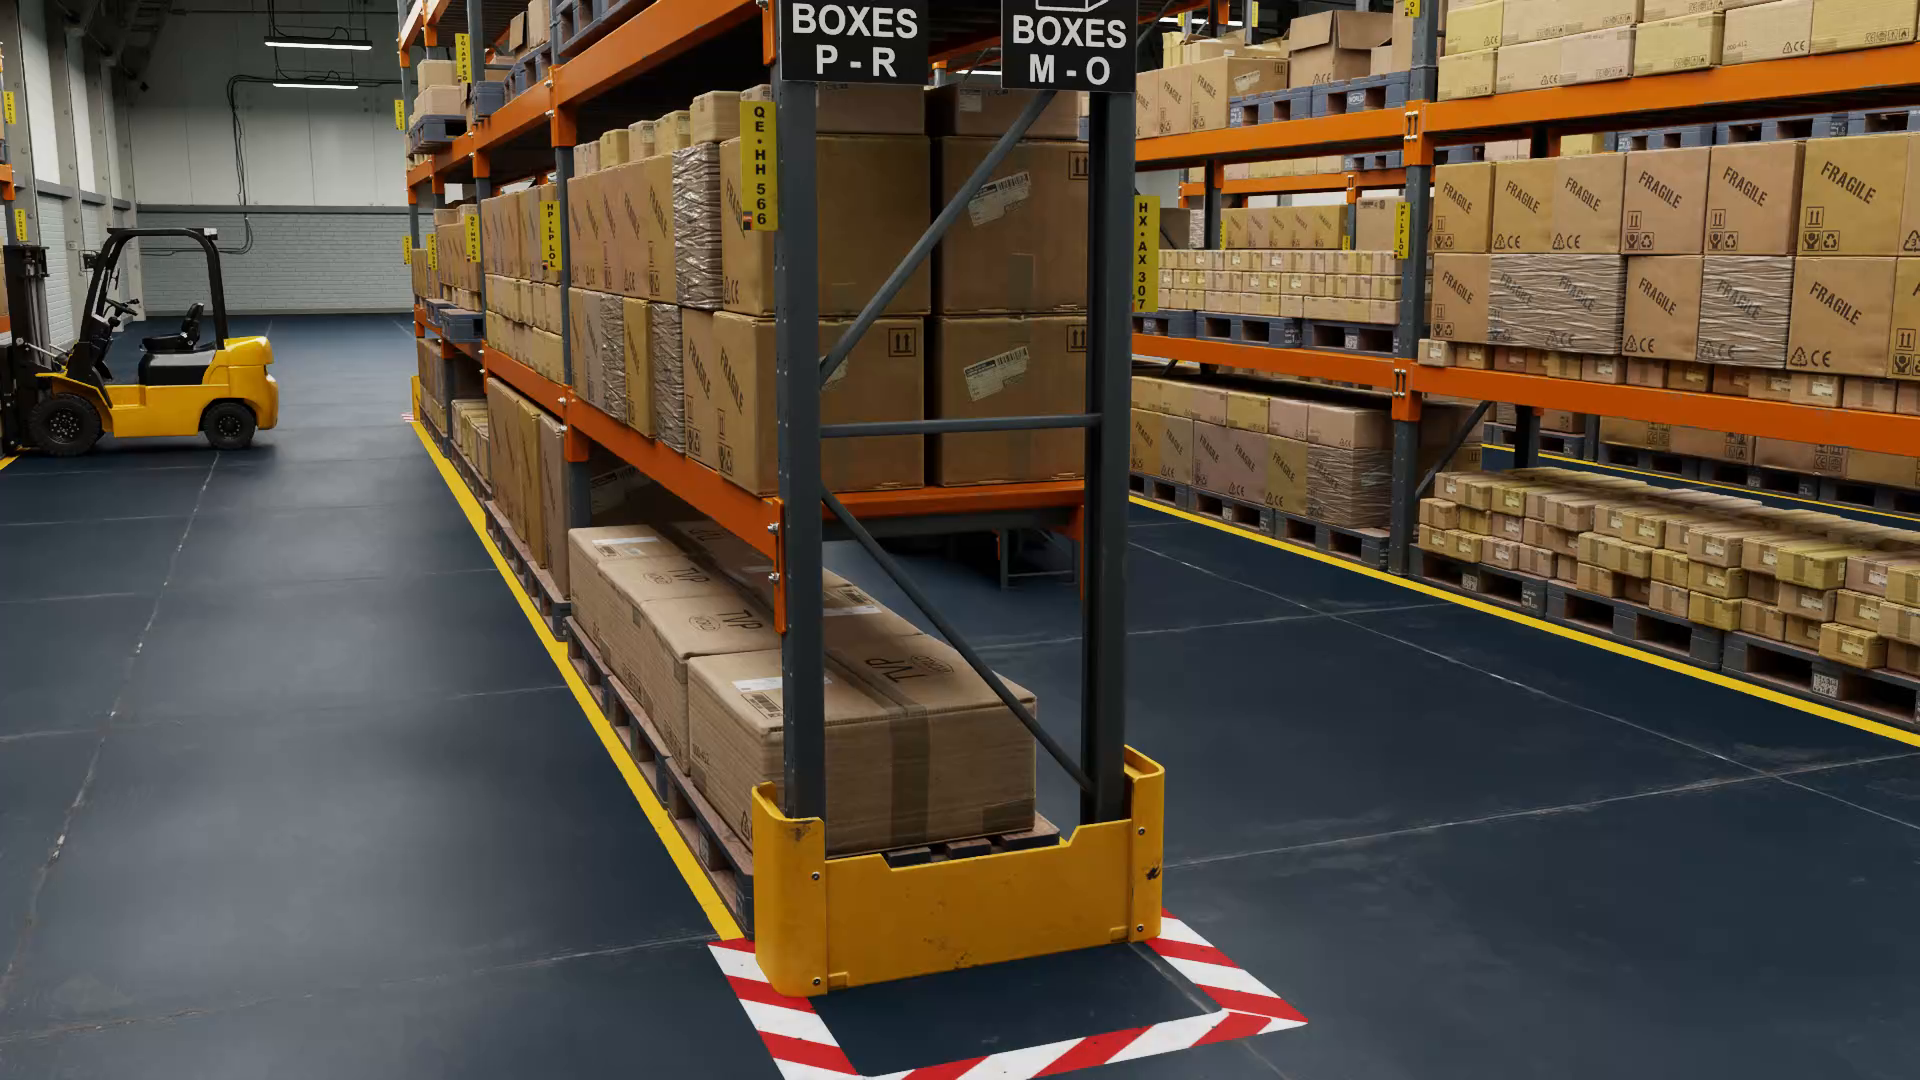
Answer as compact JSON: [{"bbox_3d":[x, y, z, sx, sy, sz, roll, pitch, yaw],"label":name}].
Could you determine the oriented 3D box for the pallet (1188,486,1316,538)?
[{"bbox_3d":[2.395,-0.245,12.196,1.003,0.211,1.213,-4,11,-21],"label":"pallet"}]

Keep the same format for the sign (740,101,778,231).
[{"bbox_3d":[-0.514,-0.963,4.284,0.100,0.325,0.005,-4,11,-21],"label":"sign"}]

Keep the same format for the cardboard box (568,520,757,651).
[{"bbox_3d":[-1.325,0.203,7.831,0.875,0.438,0.875,-4,11,-22],"label":"cardboard box"}]

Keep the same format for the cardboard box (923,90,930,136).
[{"bbox_3d":[-0.035,-1.283,5.074,0.380,0.149,0.250,-4,11,-20],"label":"cardboard box"}]

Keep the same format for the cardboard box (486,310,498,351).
[{"bbox_3d":[-2.959,-1.444,11.402,0.500,0.250,0.500,-4,11,-22],"label":"cardboard box"}]

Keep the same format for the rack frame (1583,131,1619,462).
[{"bbox_3d":[6.334,-2.243,15.464,1.000,3.000,0.127,-4,11,-21],"label":"rack frame"}]

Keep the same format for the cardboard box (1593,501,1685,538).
[{"bbox_3d":[3.546,-0.104,8.684,0.380,0.149,0.250,-4,11,-23],"label":"cardboard box"}]

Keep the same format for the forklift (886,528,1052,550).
[{"bbox_3d":[-0.317,-1.592,12.000,1.130,2.935,3.031,-3,11,-17],"label":"forklift"}]

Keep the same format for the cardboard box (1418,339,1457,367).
[{"bbox_3d":[2.922,-1.101,9.762,0.380,0.149,0.250,-3,11,-19],"label":"cardboard box"}]

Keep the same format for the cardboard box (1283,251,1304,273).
[{"bbox_3d":[2.426,-1.890,11.300,0.380,0.149,0.250,-4,11,-23],"label":"cardboard box"}]

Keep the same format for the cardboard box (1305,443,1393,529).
[{"bbox_3d":[2.621,-0.373,10.888,0.500,0.500,0.500,-4,11,-22],"label":"cardboard box"}]

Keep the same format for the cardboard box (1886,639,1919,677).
[{"bbox_3d":[4.189,0.485,7.067,0.380,0.149,0.250,-4,11,-20],"label":"cardboard box"}]

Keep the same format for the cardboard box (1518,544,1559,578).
[{"bbox_3d":[3.330,0.104,9.212,0.380,0.149,0.250,-4,11,-22],"label":"cardboard box"}]

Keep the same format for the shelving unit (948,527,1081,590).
[{"bbox_3d":[0.321,-0.361,10.236,0.538,1.125,1.048,-3,11,-17],"label":"shelving unit"}]

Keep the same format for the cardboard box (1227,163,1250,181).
[{"bbox_3d":[3.737,-4.692,21.094,0.500,0.250,0.500,-4,11,-21],"label":"cardboard box"}]

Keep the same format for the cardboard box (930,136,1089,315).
[{"bbox_3d":[0.088,-0.946,5.033,0.500,0.500,0.500,-4,11,-22],"label":"cardboard box"}]

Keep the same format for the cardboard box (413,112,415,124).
[{"bbox_3d":[-5.504,-4.382,17.364,0.380,0.149,0.250,-4,11,-19],"label":"cardboard box"}]

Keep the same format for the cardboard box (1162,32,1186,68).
[{"bbox_3d":[1.751,-3.680,12.506,0.396,0.266,0.258,-4,11,-21],"label":"cardboard box"}]

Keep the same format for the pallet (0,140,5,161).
[{"bbox_3d":[-10.194,-3.920,16.582,1.003,0.211,1.213,-4,11,-21],"label":"pallet"}]

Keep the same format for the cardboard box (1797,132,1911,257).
[{"bbox_3d":[3.992,-1.468,7.120,0.500,0.500,0.500,-4,11,-23],"label":"cardboard box"}]

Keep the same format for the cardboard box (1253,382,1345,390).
[{"bbox_3d":[2.530,-1.029,12.438,0.500,0.250,0.500,-4,11,-20],"label":"cardboard box"}]

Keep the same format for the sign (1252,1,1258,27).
[{"bbox_3d":[3.960,-7.072,22.363,0.100,0.325,0.005,-4,11,-21],"label":"sign"}]

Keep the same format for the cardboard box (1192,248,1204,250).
[{"bbox_3d":[3.609,-3.653,22.256,0.875,0.500,0.500,-4,11,-21],"label":"cardboard box"}]

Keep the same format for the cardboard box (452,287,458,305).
[{"bbox_3d":[-4.000,-2.025,13.758,0.380,0.149,0.250,-3,11,-19],"label":"cardboard box"}]

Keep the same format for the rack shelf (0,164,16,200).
[{"bbox_3d":[-9.701,-3.400,15.460,1.077,0.370,4.000,-4,11,-21],"label":"rack shelf"}]

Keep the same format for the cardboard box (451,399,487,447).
[{"bbox_3d":[-4.159,-1.094,15.312,0.950,0.372,0.625,-4,11,-20],"label":"cardboard box"}]

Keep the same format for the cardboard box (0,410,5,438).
[{"bbox_3d":[-9.243,-1.069,15.517,0.500,0.250,0.500,-4,11,-20],"label":"cardboard box"}]

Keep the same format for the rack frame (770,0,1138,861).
[{"bbox_3d":[-0.003,-0.308,4.587,1.000,3.000,0.127,-4,11,-21],"label":"rack frame"}]

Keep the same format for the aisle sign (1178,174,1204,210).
[{"bbox_3d":[3.133,-4.820,22.527,0.394,0.787,0.004,-4,11,-21],"label":"aisle sign"}]

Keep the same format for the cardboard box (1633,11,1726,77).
[{"bbox_3d":[3.592,-2.349,7.926,0.500,0.250,0.500,-3,11,-18],"label":"cardboard box"}]

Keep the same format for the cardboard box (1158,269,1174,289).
[{"bbox_3d":[1.763,-2.038,12.983,0.380,0.149,0.250,-3,11,-18],"label":"cardboard box"}]

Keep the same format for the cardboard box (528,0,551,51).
[{"bbox_3d":[-1.968,-2.731,8.700,0.500,0.311,0.500,-4,11,-21],"label":"cardboard box"}]

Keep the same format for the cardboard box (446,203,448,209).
[{"bbox_3d":[-5.413,-3.538,18.756,0.700,0.500,0.500,-4,11,-22],"label":"cardboard box"}]

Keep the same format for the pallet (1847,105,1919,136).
[{"bbox_3d":[7.406,-3.119,12.371,0.805,0.209,1.217,-4,11,-23],"label":"pallet"}]

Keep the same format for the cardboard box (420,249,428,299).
[{"bbox_3d":[-5.320,-2.771,17.296,0.500,0.500,0.500,-4,11,-22],"label":"cardboard box"}]

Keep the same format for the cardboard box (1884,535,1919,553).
[{"bbox_3d":[4.517,0.072,7.696,0.380,0.149,0.250,-4,11,-21],"label":"cardboard box"}]

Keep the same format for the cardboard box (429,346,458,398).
[{"bbox_3d":[-5.188,-1.735,17.118,0.500,0.500,0.500,-3,11,-18],"label":"cardboard box"}]

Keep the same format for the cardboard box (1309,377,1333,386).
[{"bbox_3d":[4.562,-2.033,20.221,0.500,0.500,0.500,0,10,-3],"label":"cardboard box"}]

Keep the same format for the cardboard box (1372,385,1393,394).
[{"bbox_3d":[5.087,-1.780,18.744,0.700,0.500,0.500,-5,11,-25],"label":"cardboard box"}]

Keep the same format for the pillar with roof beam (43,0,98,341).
[{"bbox_3d":[-13.524,-8.598,34.062,9.100,9.000,0.548,-4,11,-21],"label":"pillar with roof beam"}]

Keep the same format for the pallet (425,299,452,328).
[{"bbox_3d":[-4.210,-2.038,14.862,1.003,0.211,1.213,-4,11,-21],"label":"pallet"}]

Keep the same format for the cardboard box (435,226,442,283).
[{"bbox_3d":[-4.449,-2.575,14.995,0.500,0.500,0.500,-4,11,-19],"label":"cardboard box"}]

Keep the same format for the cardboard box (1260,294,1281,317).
[{"bbox_3d":[2.321,-1.639,11.590,0.380,0.149,0.250,-3,11,-18],"label":"cardboard box"}]

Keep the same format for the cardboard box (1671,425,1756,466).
[{"bbox_3d":[6.881,-1.144,14.152,1.225,0.875,0.875,-4,11,-21],"label":"cardboard box"}]

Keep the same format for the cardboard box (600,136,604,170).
[{"bbox_3d":[-1.308,-1.630,7.023,0.380,0.149,0.250,-4,11,-21],"label":"cardboard box"}]

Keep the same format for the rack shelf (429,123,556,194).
[{"bbox_3d":[-3.627,-3.063,13.564,1.077,0.370,4.000,-4,11,-21],"label":"rack shelf"}]

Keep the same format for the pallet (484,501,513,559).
[{"bbox_3d":[-2.687,-0.108,11.422,1.003,0.211,1.213,-4,11,-21],"label":"pallet"}]

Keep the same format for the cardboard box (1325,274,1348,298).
[{"bbox_3d":[2.612,-1.657,10.840,0.380,0.149,0.250,-3,11,-18],"label":"cardboard box"}]

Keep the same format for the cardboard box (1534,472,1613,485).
[{"bbox_3d":[3.625,-0.307,9.823,0.380,0.149,0.250,-4,11,-20],"label":"cardboard box"}]

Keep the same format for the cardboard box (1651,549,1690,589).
[{"bbox_3d":[3.651,0.132,8.204,0.380,0.149,0.250,-3,11,-18],"label":"cardboard box"}]

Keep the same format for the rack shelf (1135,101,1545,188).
[{"bbox_3d":[2.399,-2.741,11.752,1.077,0.370,4.000,-4,11,-21],"label":"rack shelf"}]

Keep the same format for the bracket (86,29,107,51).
[{"bbox_3d":[-18.296,-10.611,35.098,0.076,0.066,4.783,-4,11,-21],"label":"bracket"}]

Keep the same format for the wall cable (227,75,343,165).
[{"bbox_3d":[-19.199,-11.978,47.508,3.097,2.526,0.112,-4,11,-21],"label":"wall cable"}]

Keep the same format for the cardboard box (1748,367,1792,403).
[{"bbox_3d":[3.850,-0.718,7.611,0.380,0.149,0.250,-4,11,-23],"label":"cardboard box"}]

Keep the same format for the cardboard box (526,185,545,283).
[{"bbox_3d":[-2.043,-1.643,8.954,0.500,0.500,0.500,-4,11,-20],"label":"cardboard box"}]

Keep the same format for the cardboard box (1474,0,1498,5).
[{"bbox_3d":[3.072,-3.028,9.173,0.380,0.149,0.250,-4,11,-23],"label":"cardboard box"}]

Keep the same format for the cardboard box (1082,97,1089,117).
[{"bbox_3d":[1.253,-3.646,13.970,0.380,0.166,0.250,-4,11,-21],"label":"cardboard box"}]

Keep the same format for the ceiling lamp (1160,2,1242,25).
[{"bbox_3d":[4.172,-10.699,29.208,2.000,3.185,0.800,-4,11,-21],"label":"ceiling lamp"}]
